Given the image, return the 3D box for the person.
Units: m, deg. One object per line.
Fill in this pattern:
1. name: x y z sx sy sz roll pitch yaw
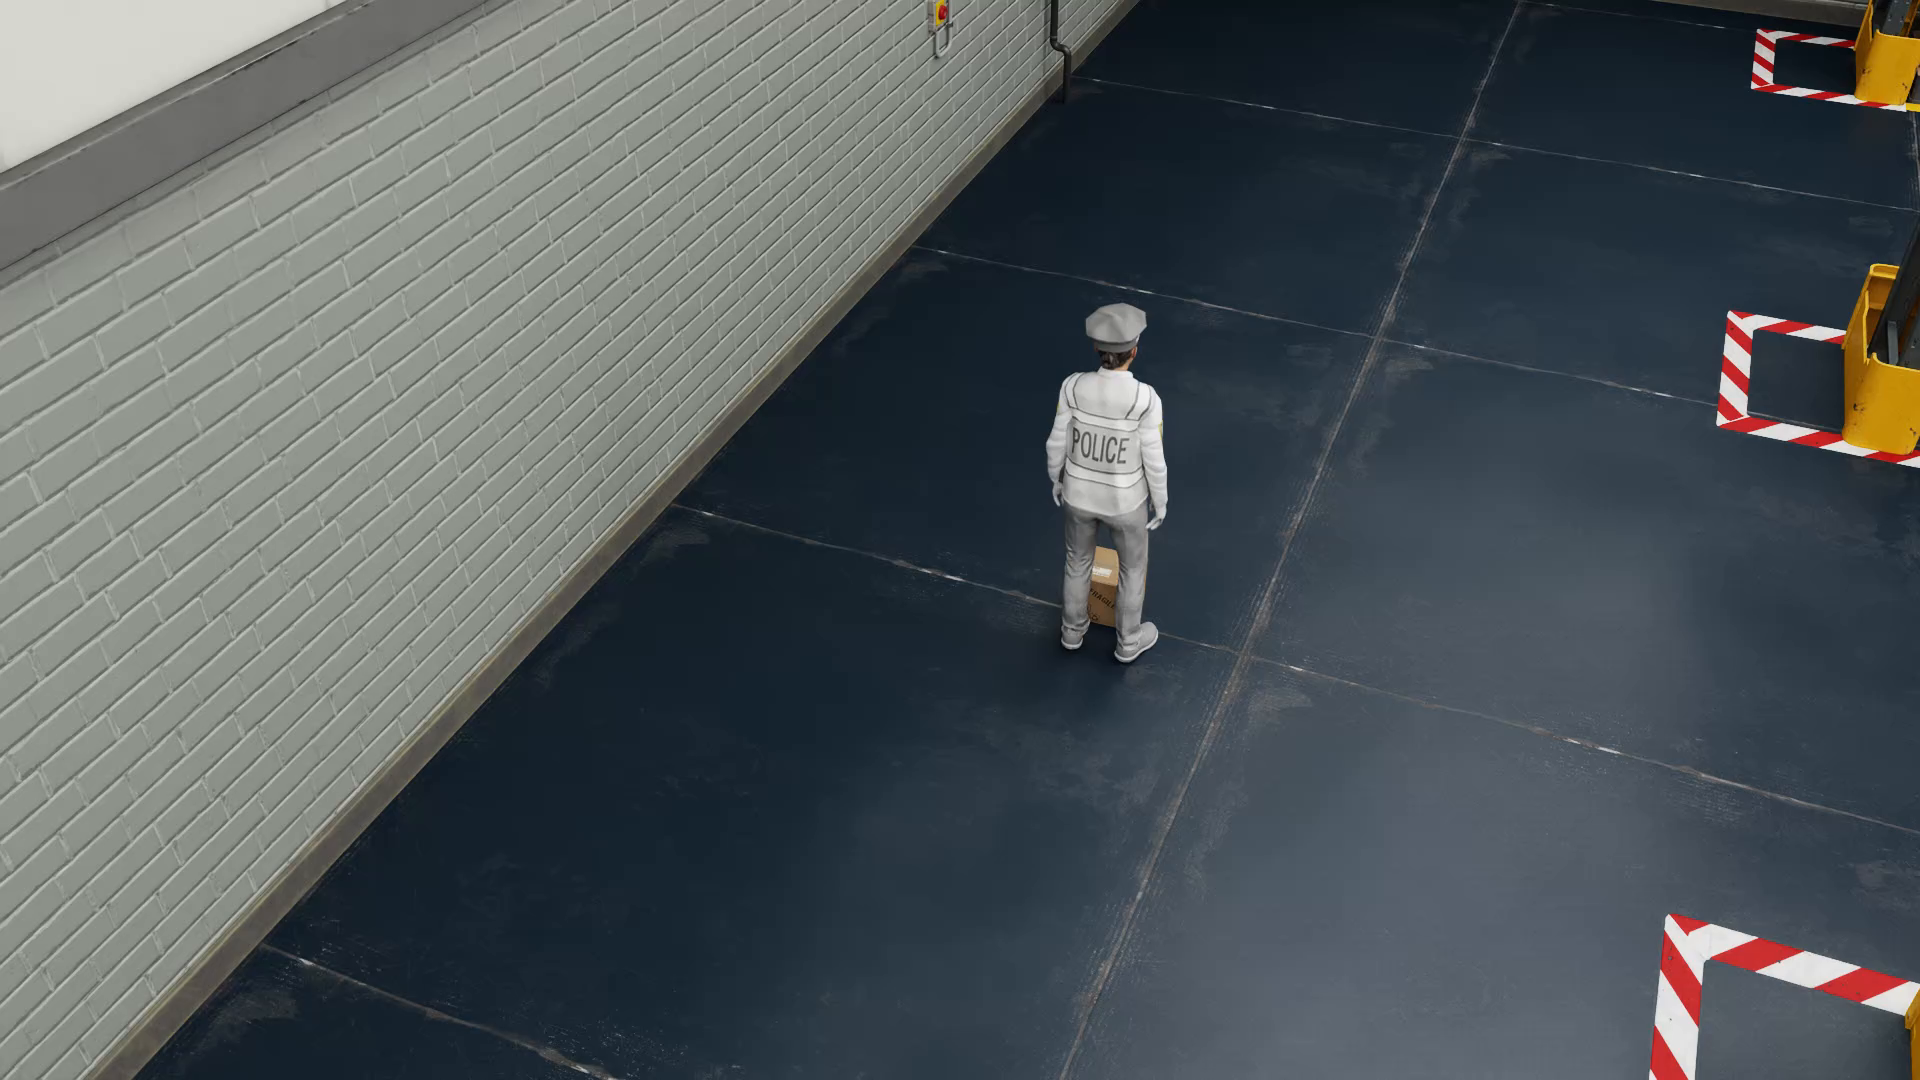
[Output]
1. person: 0.624 -0.194 7.069 0.526 1.660 0.375 14 40 17
